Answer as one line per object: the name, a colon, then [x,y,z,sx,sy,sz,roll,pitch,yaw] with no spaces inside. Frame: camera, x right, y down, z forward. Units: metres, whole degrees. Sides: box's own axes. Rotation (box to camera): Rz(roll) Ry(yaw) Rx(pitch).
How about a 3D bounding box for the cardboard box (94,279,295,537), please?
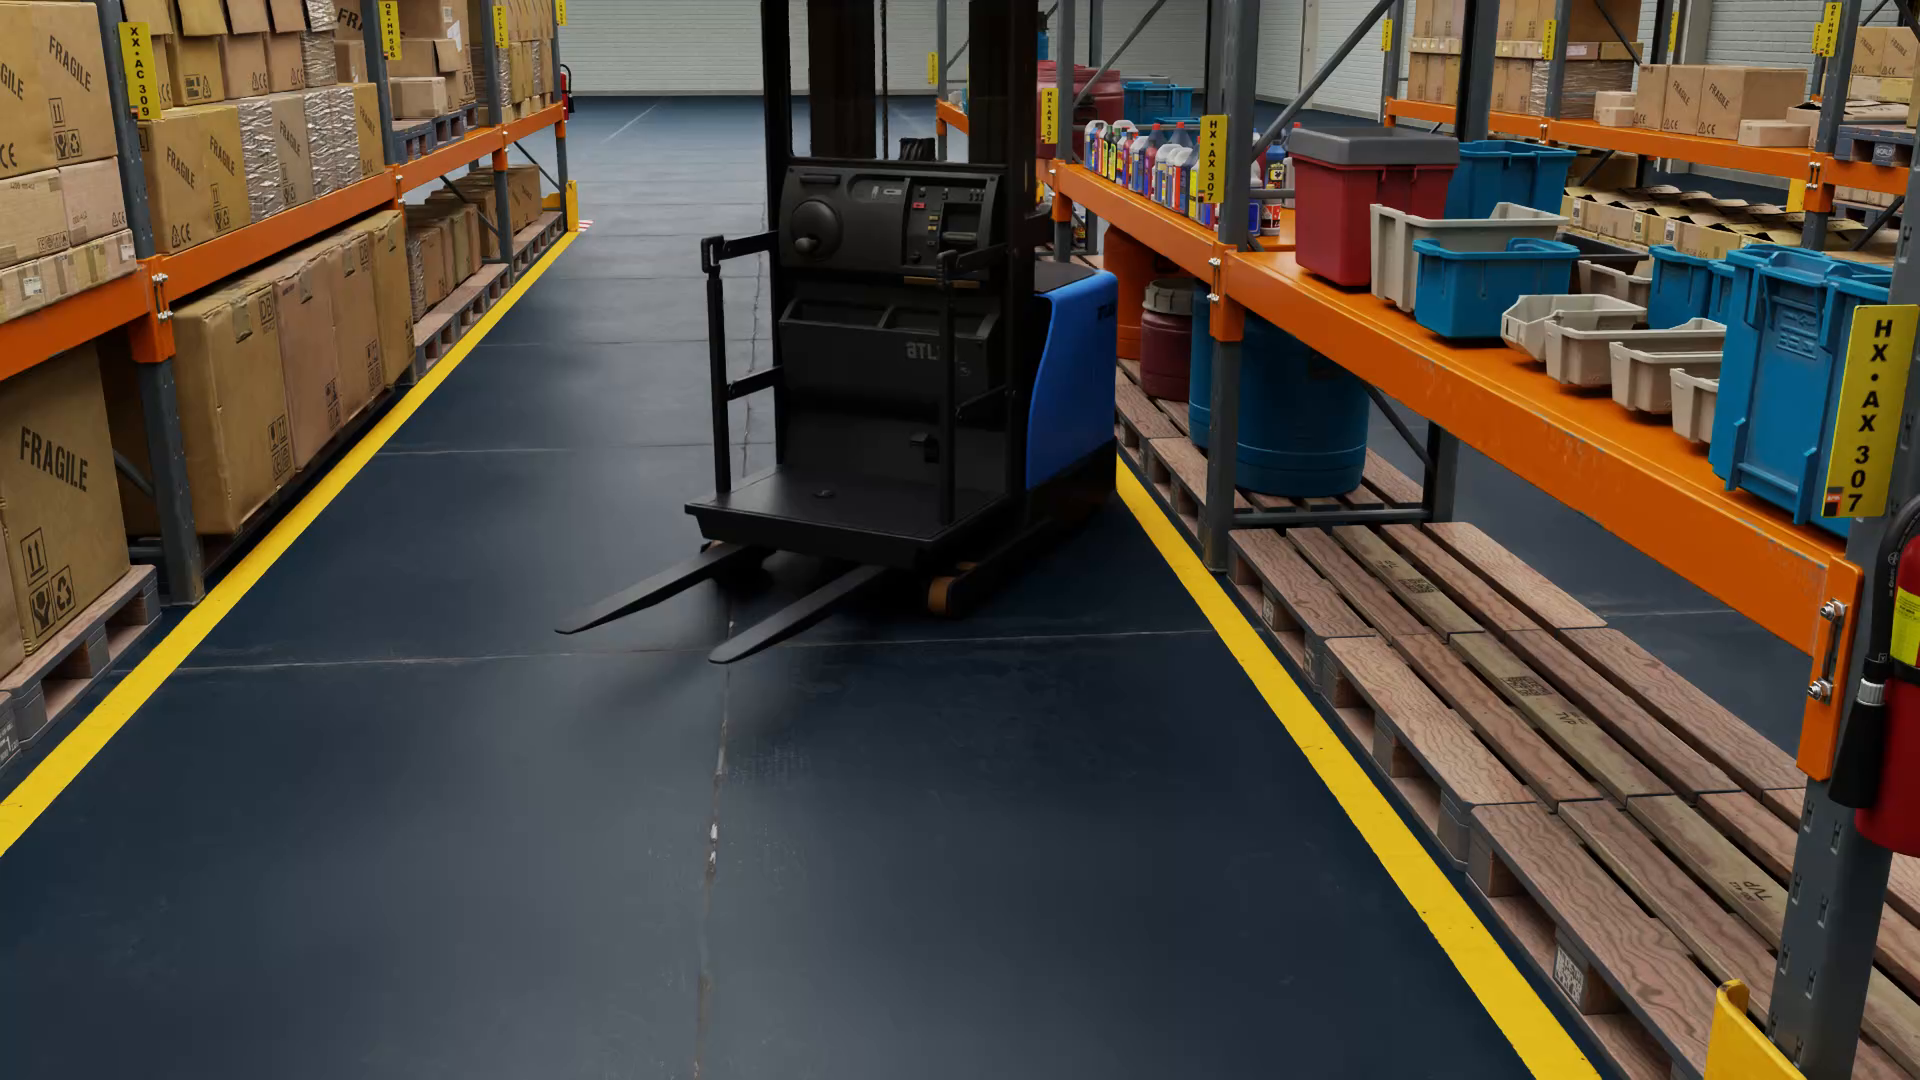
cardboard box: [-3.509,-0.551,6.769,1.225,0.875,0.875,-2,18,-5]

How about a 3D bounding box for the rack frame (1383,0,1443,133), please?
rack frame: [5.193,-5.054,18.268,1.000,3.000,0.127,-2,18,-6]

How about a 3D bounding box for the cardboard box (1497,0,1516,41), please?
cardboard box: [5.449,-4.961,15.638,0.700,0.500,0.500,-2,18,-6]

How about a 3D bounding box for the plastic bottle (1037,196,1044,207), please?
plastic bottle: [0.784,-3.203,16.172,0.061,0.283,0.133,-2,18,-6]

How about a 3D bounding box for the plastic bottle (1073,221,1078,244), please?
plastic bottle: [1.061,-2.754,14.880,0.097,0.201,0.097,0,17,0]

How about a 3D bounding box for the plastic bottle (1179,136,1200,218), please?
plastic bottle: [1.064,-1.622,7.419,0.144,0.351,0.185,-2,18,-6]

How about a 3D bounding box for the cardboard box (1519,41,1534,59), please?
cardboard box: [5.312,-4.446,15.080,0.380,0.149,0.250,-2,18,-7]

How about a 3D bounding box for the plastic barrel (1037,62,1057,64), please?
plastic barrel: [0.635,-3.265,12.342,0.433,0.535,0.433,0,17,0]

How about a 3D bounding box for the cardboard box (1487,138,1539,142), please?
cardboard box: [5.662,-3.852,17.077,0.500,0.500,0.500,-2,18,-6]

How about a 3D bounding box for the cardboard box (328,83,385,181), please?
cardboard box: [-3.538,-2.274,9.245,0.500,0.500,0.500,-1,17,-4]

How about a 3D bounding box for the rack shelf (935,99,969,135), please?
rack shelf: [0.472,-3.963,15.994,1.077,0.370,4.000,-2,18,-6]

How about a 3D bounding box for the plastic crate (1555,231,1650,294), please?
plastic crate: [1.886,-0.899,5.392,0.437,0.125,0.590,-2,18,-6]

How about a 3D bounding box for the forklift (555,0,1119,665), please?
forklift: [-0.376,-1.252,6.270,1.130,2.935,3.031,8,19,25]

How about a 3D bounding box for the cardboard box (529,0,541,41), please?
cardboard box: [-4.252,-4.962,15.641,0.500,0.500,0.500,-2,18,-6]

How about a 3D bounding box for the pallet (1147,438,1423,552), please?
pallet: [1.466,-0.228,7.550,1.003,0.211,1.213,-2,18,-6]

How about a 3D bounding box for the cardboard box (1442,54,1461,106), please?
cardboard box: [5.333,-4.658,16.839,0.700,0.500,0.500,-2,18,-5]

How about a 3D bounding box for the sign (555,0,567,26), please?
sign: [-4.106,-5.463,17.111,0.100,0.325,0.005,-2,18,-6]

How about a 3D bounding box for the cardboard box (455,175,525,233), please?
cardboard box: [-4.471,-3.206,15.854,0.500,0.500,0.500,0,17,0]

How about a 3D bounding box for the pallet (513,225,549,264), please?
pallet: [-4.481,-2.790,15.712,1.003,0.211,1.213,-2,18,-6]

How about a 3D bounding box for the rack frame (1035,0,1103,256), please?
rack frame: [0.679,-3.710,13.988,1.000,3.000,0.127,-2,18,-6]

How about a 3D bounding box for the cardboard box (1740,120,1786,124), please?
cardboard box: [5.831,-2.929,11.918,0.380,0.149,0.250,0,17,-2]

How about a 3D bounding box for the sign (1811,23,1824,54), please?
sign: [9.580,-5.604,18.575,0.100,0.325,0.005,-2,18,-6]

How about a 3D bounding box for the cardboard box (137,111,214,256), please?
cardboard box: [-3.222,-1.366,6.355,0.500,0.500,0.500,-2,18,-5]

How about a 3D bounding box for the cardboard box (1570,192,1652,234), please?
cardboard box: [5.447,-2.738,13.844,0.500,0.311,0.500,-2,18,-6]

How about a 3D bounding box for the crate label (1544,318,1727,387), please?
crate label: [1.583,-0.444,3.925,0.396,0.136,0.243,-2,18,-6]

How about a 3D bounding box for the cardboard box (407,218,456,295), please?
cardboard box: [-4.117,-2.082,12.239,0.700,0.500,0.500,-3,18,-10]

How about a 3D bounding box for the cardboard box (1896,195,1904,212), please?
cardboard box: [10.187,-3.627,17.160,0.700,0.500,0.500,-3,18,-9]

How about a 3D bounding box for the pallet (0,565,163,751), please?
pallet: [-3.422,0.386,5.597,1.003,0.211,1.213,-2,18,-6]

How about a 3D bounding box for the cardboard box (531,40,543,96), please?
cardboard box: [-4.452,-4.478,15.771,0.875,0.500,0.500,-2,18,-6]

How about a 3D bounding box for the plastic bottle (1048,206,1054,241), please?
plastic bottle: [0.865,-2.905,15.111,0.144,0.351,0.185,-2,18,-6]

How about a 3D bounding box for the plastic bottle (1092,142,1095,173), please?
plastic bottle: [0.809,-2.221,9.574,0.097,0.201,0.097,0,17,0]

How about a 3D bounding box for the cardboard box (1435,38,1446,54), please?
cardboard box: [5.098,-5.059,17.035,0.380,0.149,0.250,-2,18,-6]

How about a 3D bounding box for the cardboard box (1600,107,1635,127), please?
cardboard box: [5.494,-3.472,13.648,0.380,0.149,0.250,-2,18,-6]

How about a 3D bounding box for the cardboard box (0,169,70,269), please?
cardboard box: [-3.060,-0.967,5.002,0.500,0.250,0.500,-1,17,-4]

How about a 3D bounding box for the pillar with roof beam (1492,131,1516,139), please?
pillar with roof beam: [5.533,-11.331,28.245,9.100,9.000,0.400,-2,18,-6]

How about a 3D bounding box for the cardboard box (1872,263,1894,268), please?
cardboard box: [5.841,-1.388,10.028,0.500,0.500,0.500,-2,18,-8]

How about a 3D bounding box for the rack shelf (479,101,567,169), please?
rack shelf: [-4.454,-3.810,15.506,1.077,0.370,4.000,-2,18,-6]

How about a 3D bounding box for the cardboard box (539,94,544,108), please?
cardboard box: [-4.313,-4.328,16.376,0.380,0.149,0.250,-2,18,-6]

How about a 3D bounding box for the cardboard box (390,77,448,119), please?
cardboard box: [-3.780,-3.001,11.277,0.500,0.250,0.500,-2,18,-7]

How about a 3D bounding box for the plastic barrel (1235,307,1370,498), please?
plastic barrel: [1.465,-0.689,7.165,0.600,0.901,0.708,-2,18,-6]

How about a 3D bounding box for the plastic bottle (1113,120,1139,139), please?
plastic bottle: [0.966,-2.325,9.783,0.152,0.276,0.135,-2,18,-6]

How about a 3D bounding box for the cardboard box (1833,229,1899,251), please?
cardboard box: [6.257,-1.992,11.467,0.500,0.311,0.500,-1,17,-4]

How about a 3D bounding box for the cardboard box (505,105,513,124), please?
cardboard box: [-3.984,-3.586,14.010,0.380,0.149,0.250,-2,18,-6]

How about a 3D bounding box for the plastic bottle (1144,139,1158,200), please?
plastic bottle: [0.945,-1.814,8.144,0.061,0.283,0.133,-2,18,-6]

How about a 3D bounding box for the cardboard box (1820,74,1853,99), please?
cardboard box: [9.855,-4.991,18.284,0.500,0.250,0.500,-2,18,-7]

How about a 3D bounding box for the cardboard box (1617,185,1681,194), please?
cardboard box: [5.933,-2.907,14.380,0.500,0.311,0.500,-2,18,-6]

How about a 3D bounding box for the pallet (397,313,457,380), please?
pallet: [-3.915,-1.268,10.864,1.003,0.211,1.213,-2,18,-6]

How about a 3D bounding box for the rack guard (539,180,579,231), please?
rack guard: [-4.653,-3.534,17.599,1.175,0.500,0.348,-2,18,-6]

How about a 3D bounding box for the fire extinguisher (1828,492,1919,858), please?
fire extinguisher: [1.480,0.139,2.479,0.296,0.674,0.183,-2,18,-6]

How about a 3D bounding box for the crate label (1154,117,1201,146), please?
crate label: [1.420,-2.576,10.654,0.303,0.233,0.416,-2,18,-6]

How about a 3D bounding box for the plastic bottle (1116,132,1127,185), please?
plastic bottle: [0.884,-2.037,8.871,0.097,0.271,0.097,0,17,0]
